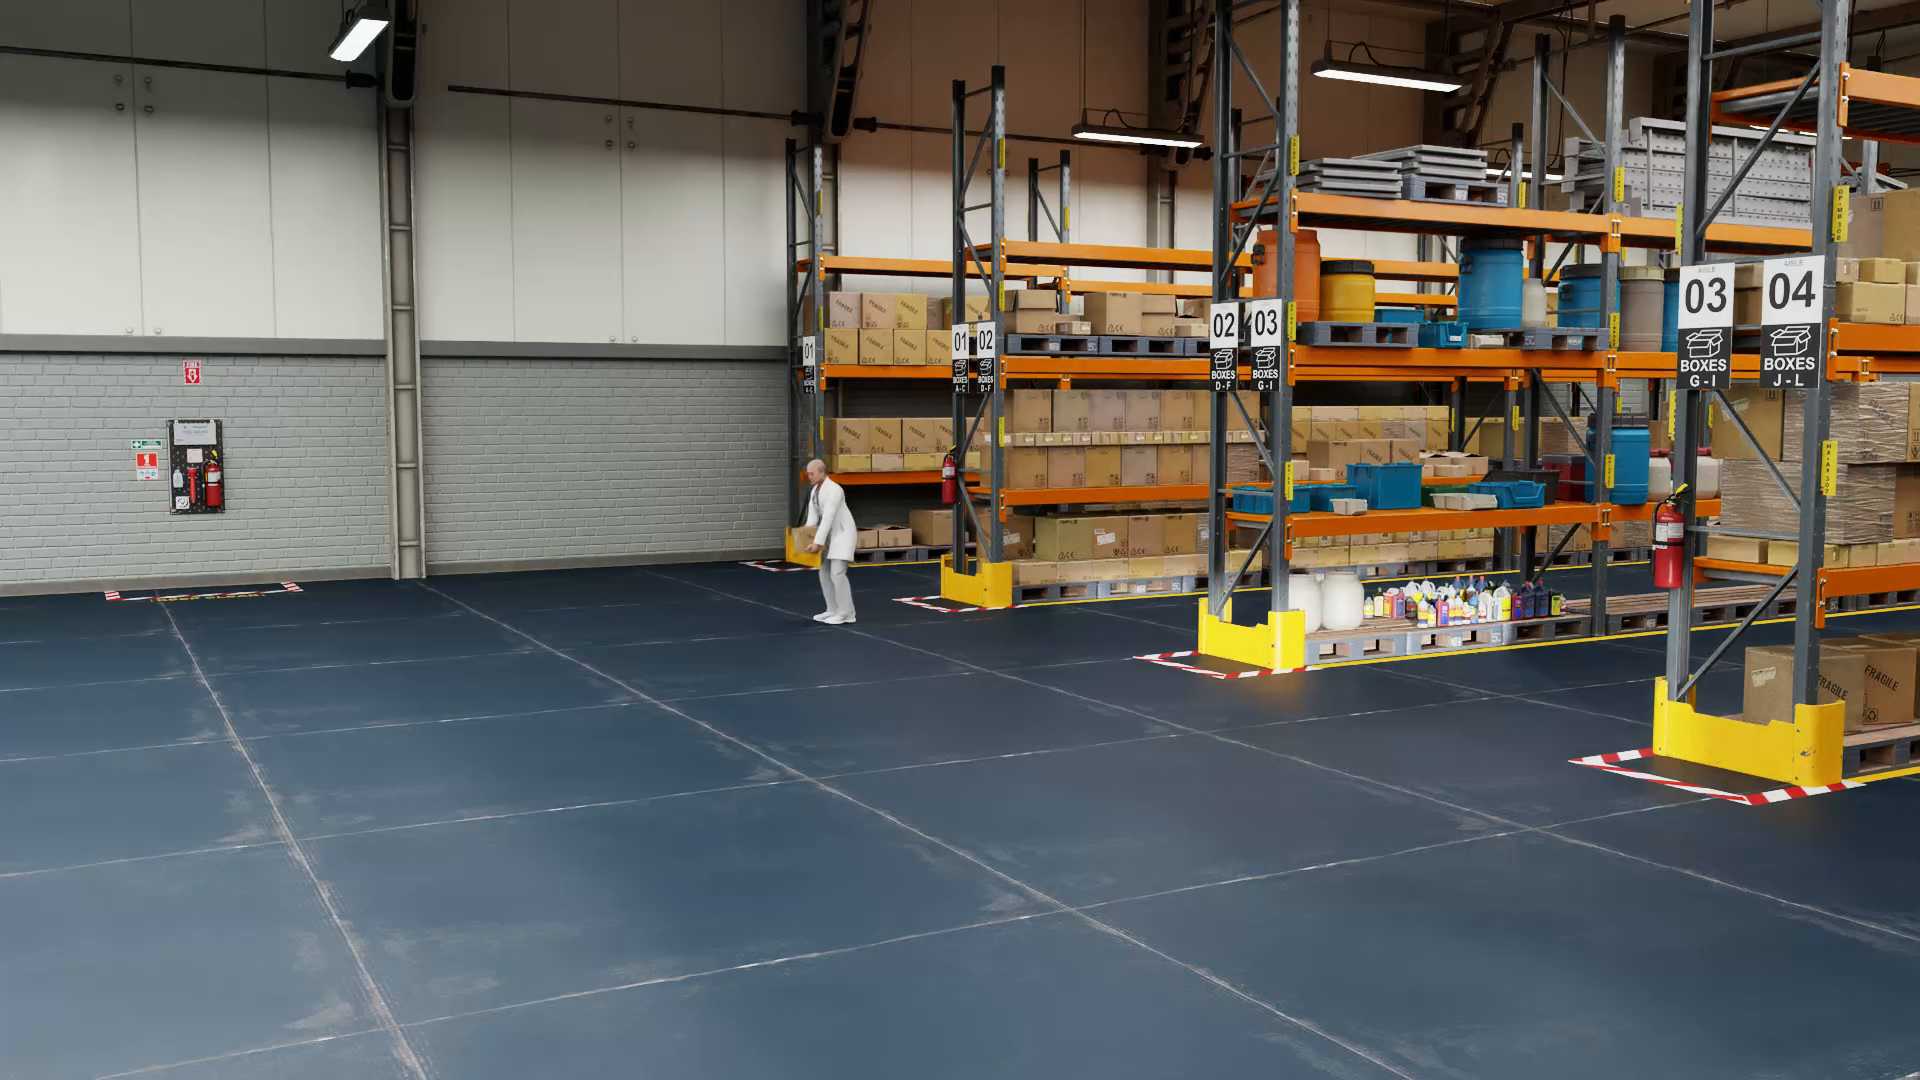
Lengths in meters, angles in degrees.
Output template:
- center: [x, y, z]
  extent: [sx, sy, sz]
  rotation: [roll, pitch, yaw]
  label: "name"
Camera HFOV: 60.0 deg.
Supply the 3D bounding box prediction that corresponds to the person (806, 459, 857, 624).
- center: [-1.387, 0.015, 17.389]
  extent: [0.618, 1.720, 0.541]
  rotation: [-3, 6, -30]
  label: "person"
